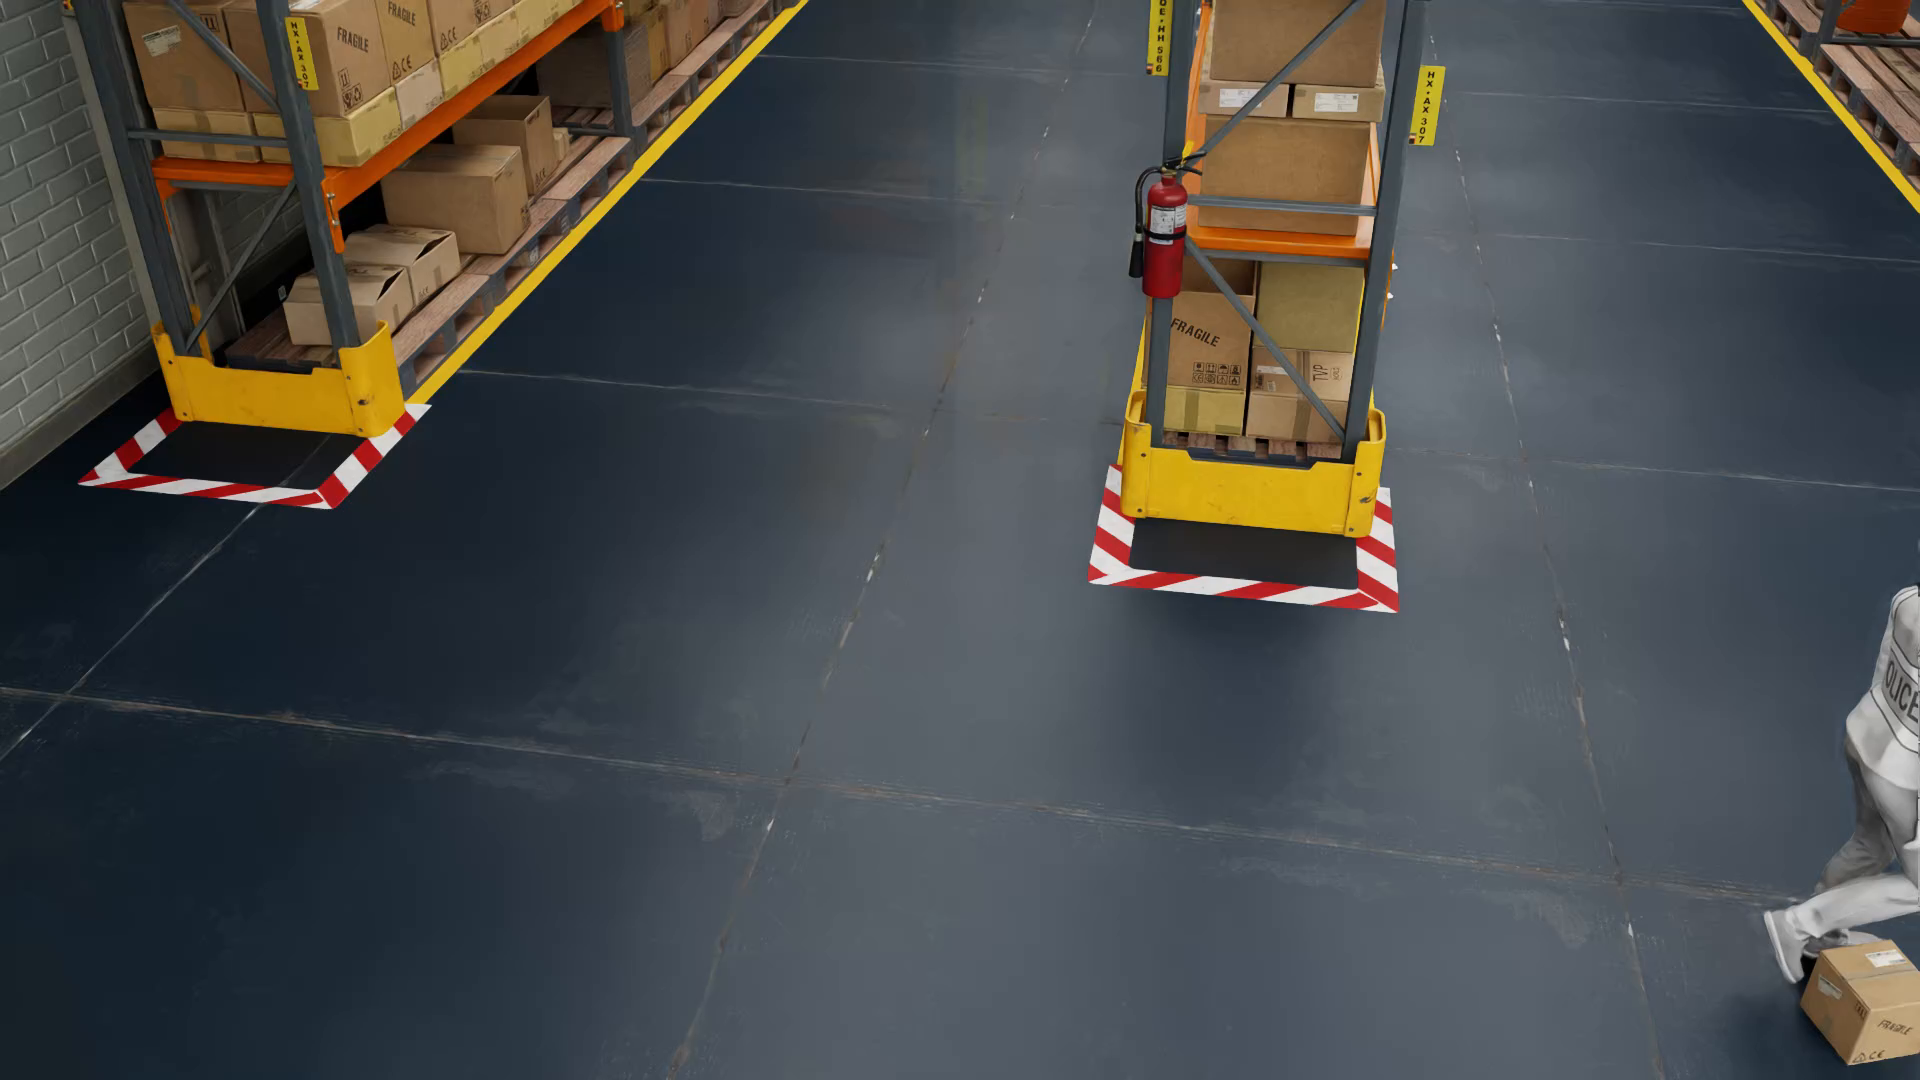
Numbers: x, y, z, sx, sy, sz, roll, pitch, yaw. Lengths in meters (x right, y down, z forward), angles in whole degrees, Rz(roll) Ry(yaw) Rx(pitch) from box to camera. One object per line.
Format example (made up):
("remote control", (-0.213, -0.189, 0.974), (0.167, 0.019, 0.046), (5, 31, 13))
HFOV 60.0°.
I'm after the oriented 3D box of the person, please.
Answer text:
("person", (2.795, 0.676, 5.012), (0.497, 1.677, 0.493), (2, 33, 3))
